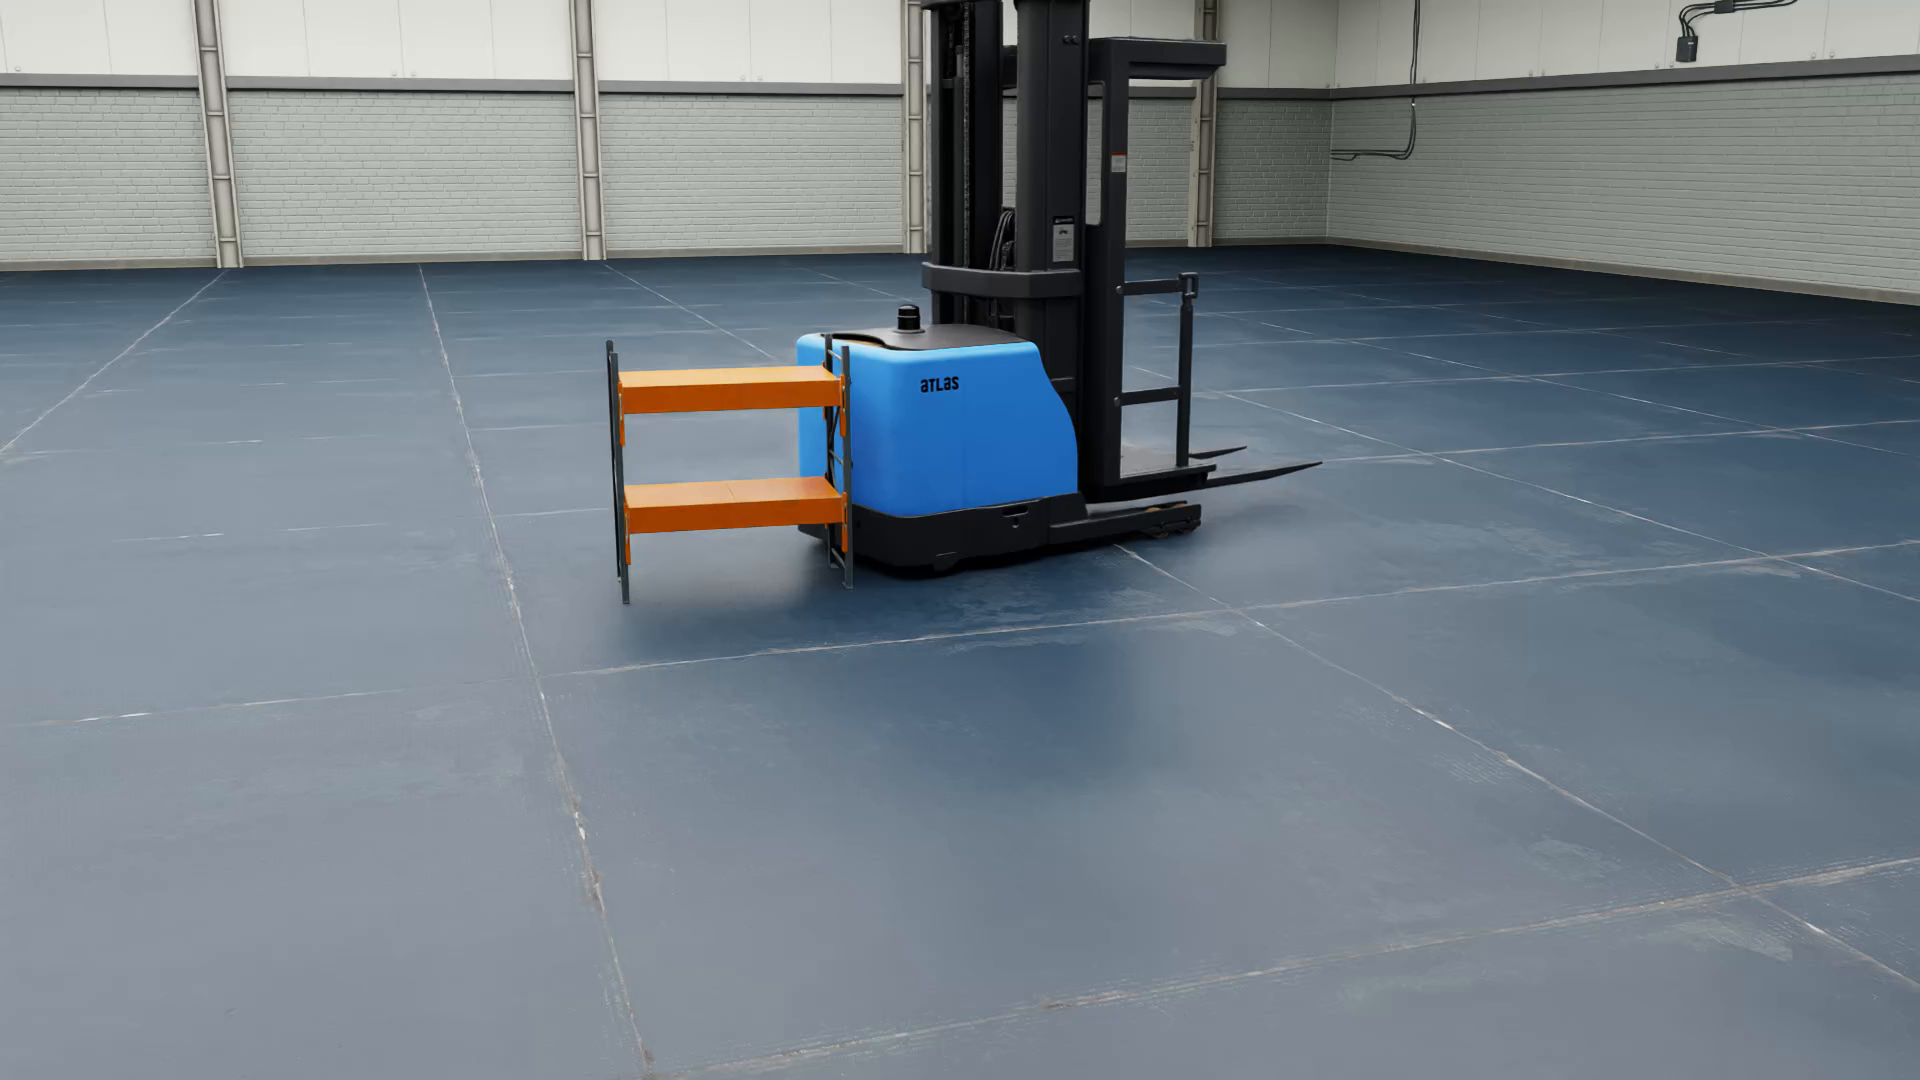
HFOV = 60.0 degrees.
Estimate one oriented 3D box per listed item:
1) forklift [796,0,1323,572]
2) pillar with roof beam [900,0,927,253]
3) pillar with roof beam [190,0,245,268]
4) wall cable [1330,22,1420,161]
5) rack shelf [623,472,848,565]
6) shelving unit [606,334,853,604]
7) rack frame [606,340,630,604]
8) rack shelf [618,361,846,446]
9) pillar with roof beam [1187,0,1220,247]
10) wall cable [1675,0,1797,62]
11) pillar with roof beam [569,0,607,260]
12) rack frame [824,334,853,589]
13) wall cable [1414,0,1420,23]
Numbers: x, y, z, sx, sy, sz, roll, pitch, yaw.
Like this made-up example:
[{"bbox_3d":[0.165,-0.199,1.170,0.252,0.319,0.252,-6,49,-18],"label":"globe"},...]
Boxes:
[{"bbox_3d":[0.663,-1.520,8.701,3.031,2.935,1.130,-9,16,-34],"label":"forklift"},{"bbox_3d":[0.510,-8.904,26.630,0.400,9.000,9.100,-4,14,-18],"label":"pillar with roof beam"},{"bbox_3d":[-10.864,-8.018,22.906,0.400,9.000,9.100,-4,14,-18],"label":"pillar with roof beam"},{"bbox_3d":[8.037,-8.708,32.515,0.112,2.526,3.097,-4,14,-18],"label":"wall cable"},{"bbox_3d":[-1.062,-0.109,7.729,1.000,0.278,0.538,-3,14,-14],"label":"rack shelf"},{"bbox_3d":[-1.062,-0.347,7.672,1.048,1.125,0.538,-3,14,-14],"label":"shelving unit"},{"bbox_3d":[-1.556,-0.319,7.552,0.032,1.125,0.500,-3,14,-14],"label":"rack frame"},{"bbox_3d":[-1.062,-0.632,7.604,1.000,0.278,0.538,-3,14,-14],"label":"rack shelf"},{"bbox_3d":[6.196,-9.347,28.491,0.400,9.000,9.100,-4,14,-18],"label":"pillar with roof beam"},{"bbox_3d":[11.050,-9.790,23.004,0.169,6.003,2.305,-4,14,-18],"label":"wall cable"},{"bbox_3d":[-5.177,-8.461,24.768,0.400,9.000,9.100,-4,14,-18],"label":"pillar with roof beam"},{"bbox_3d":[-0.569,-0.376,7.792,0.032,1.125,0.500,-3,14,-14],"label":"rack frame"},{"bbox_3d":[8.900,-10.571,29.436,0.112,2.526,3.097,-4,14,-18],"label":"wall cable"}]
